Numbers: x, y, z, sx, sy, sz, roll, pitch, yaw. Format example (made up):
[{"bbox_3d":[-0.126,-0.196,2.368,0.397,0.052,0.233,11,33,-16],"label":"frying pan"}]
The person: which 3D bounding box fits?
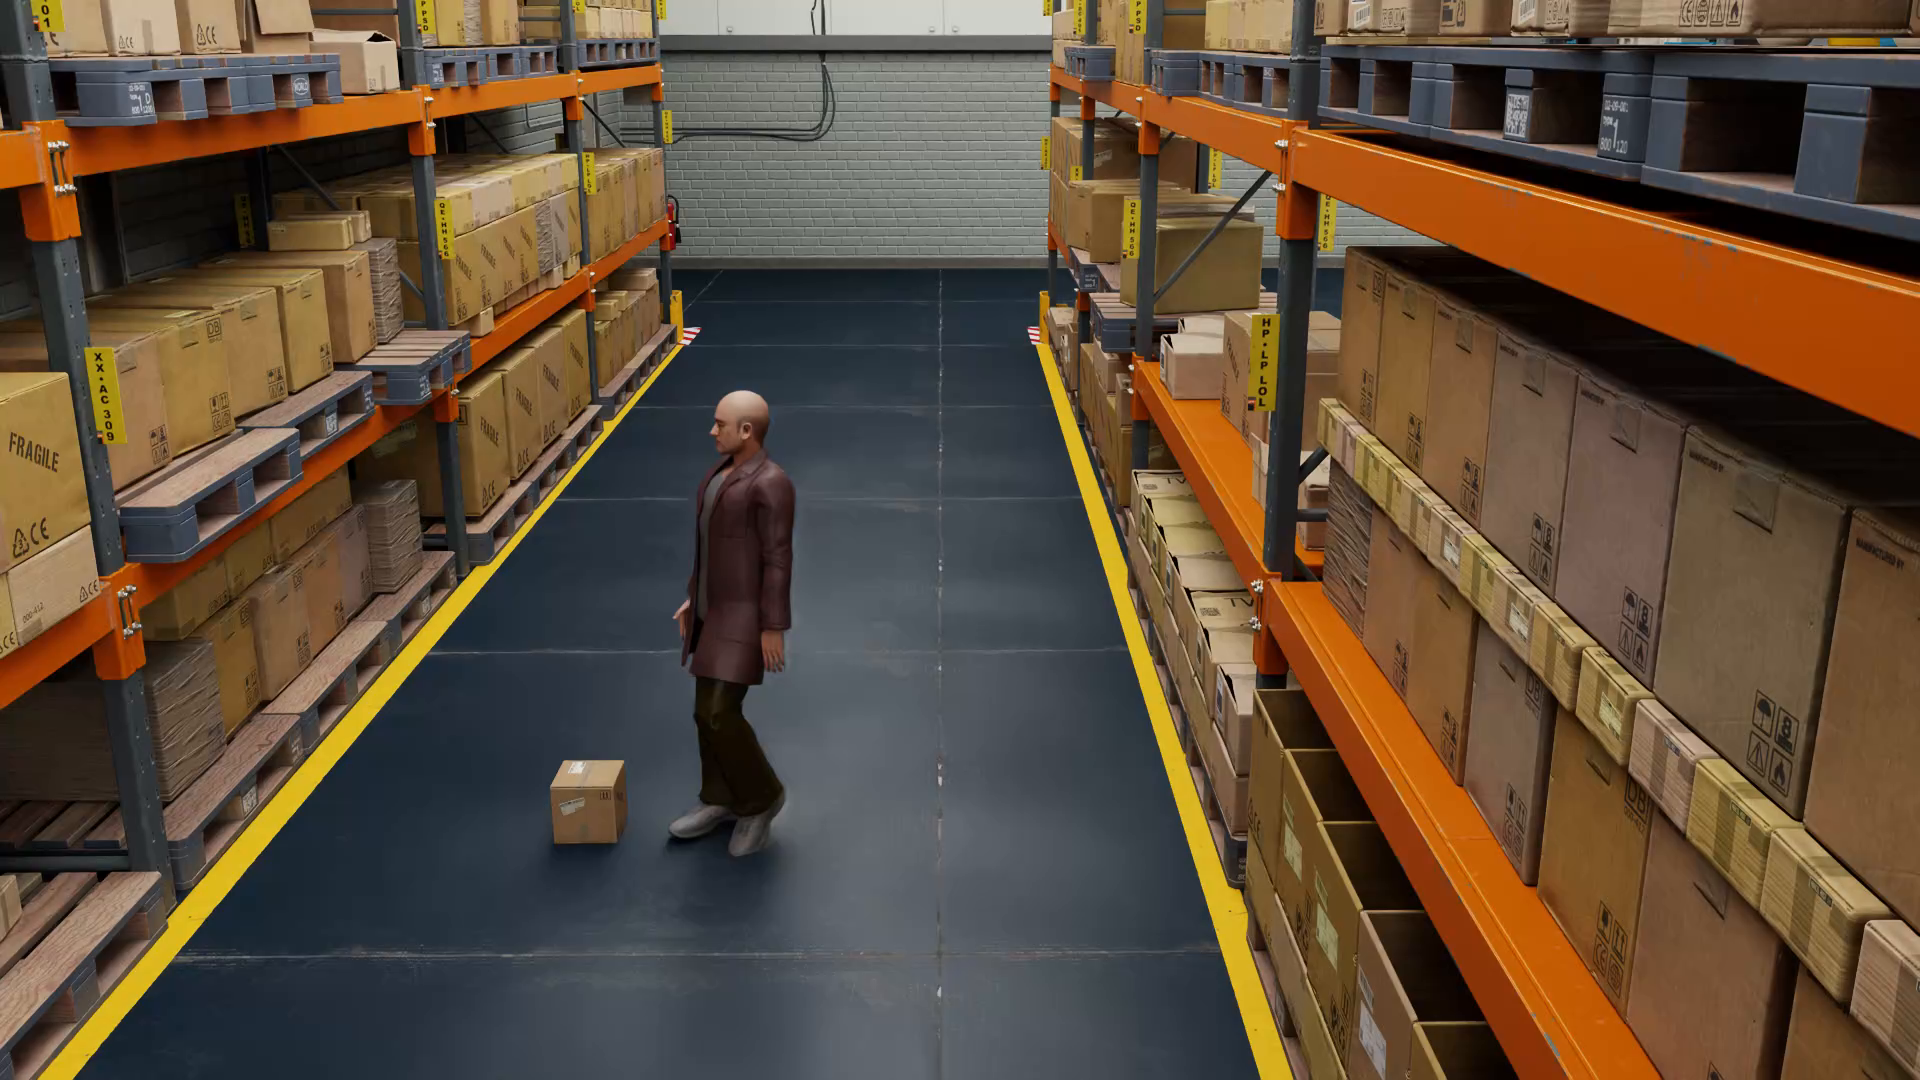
[{"bbox_3d":[-0.934,0.338,6.489,0.482,1.836,0.623,-9,19,-28],"label":"person"}]
